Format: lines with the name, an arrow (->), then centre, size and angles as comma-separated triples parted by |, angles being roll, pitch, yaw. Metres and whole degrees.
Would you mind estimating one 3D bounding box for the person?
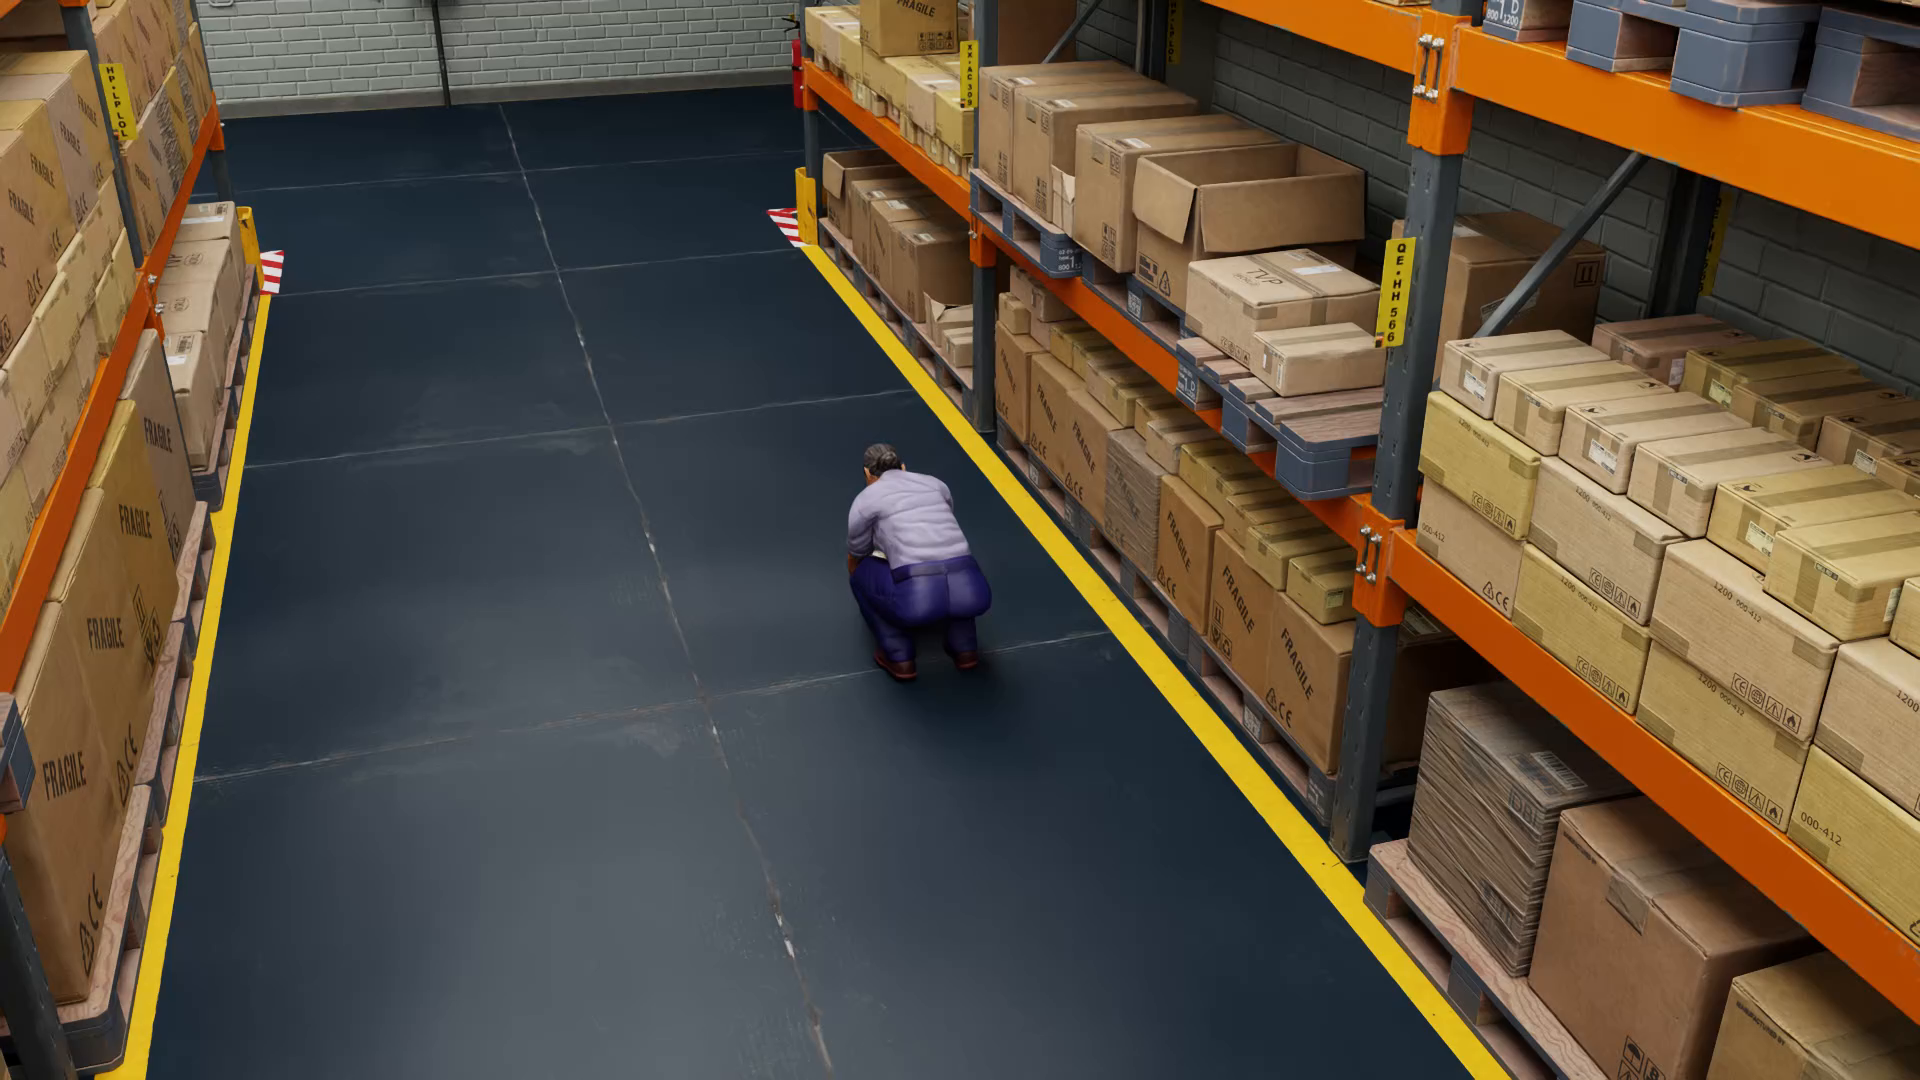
person -> -0.160, -0.241, 6.641 | 0.435, 1.633, 0.534 | -9, 28, -17
